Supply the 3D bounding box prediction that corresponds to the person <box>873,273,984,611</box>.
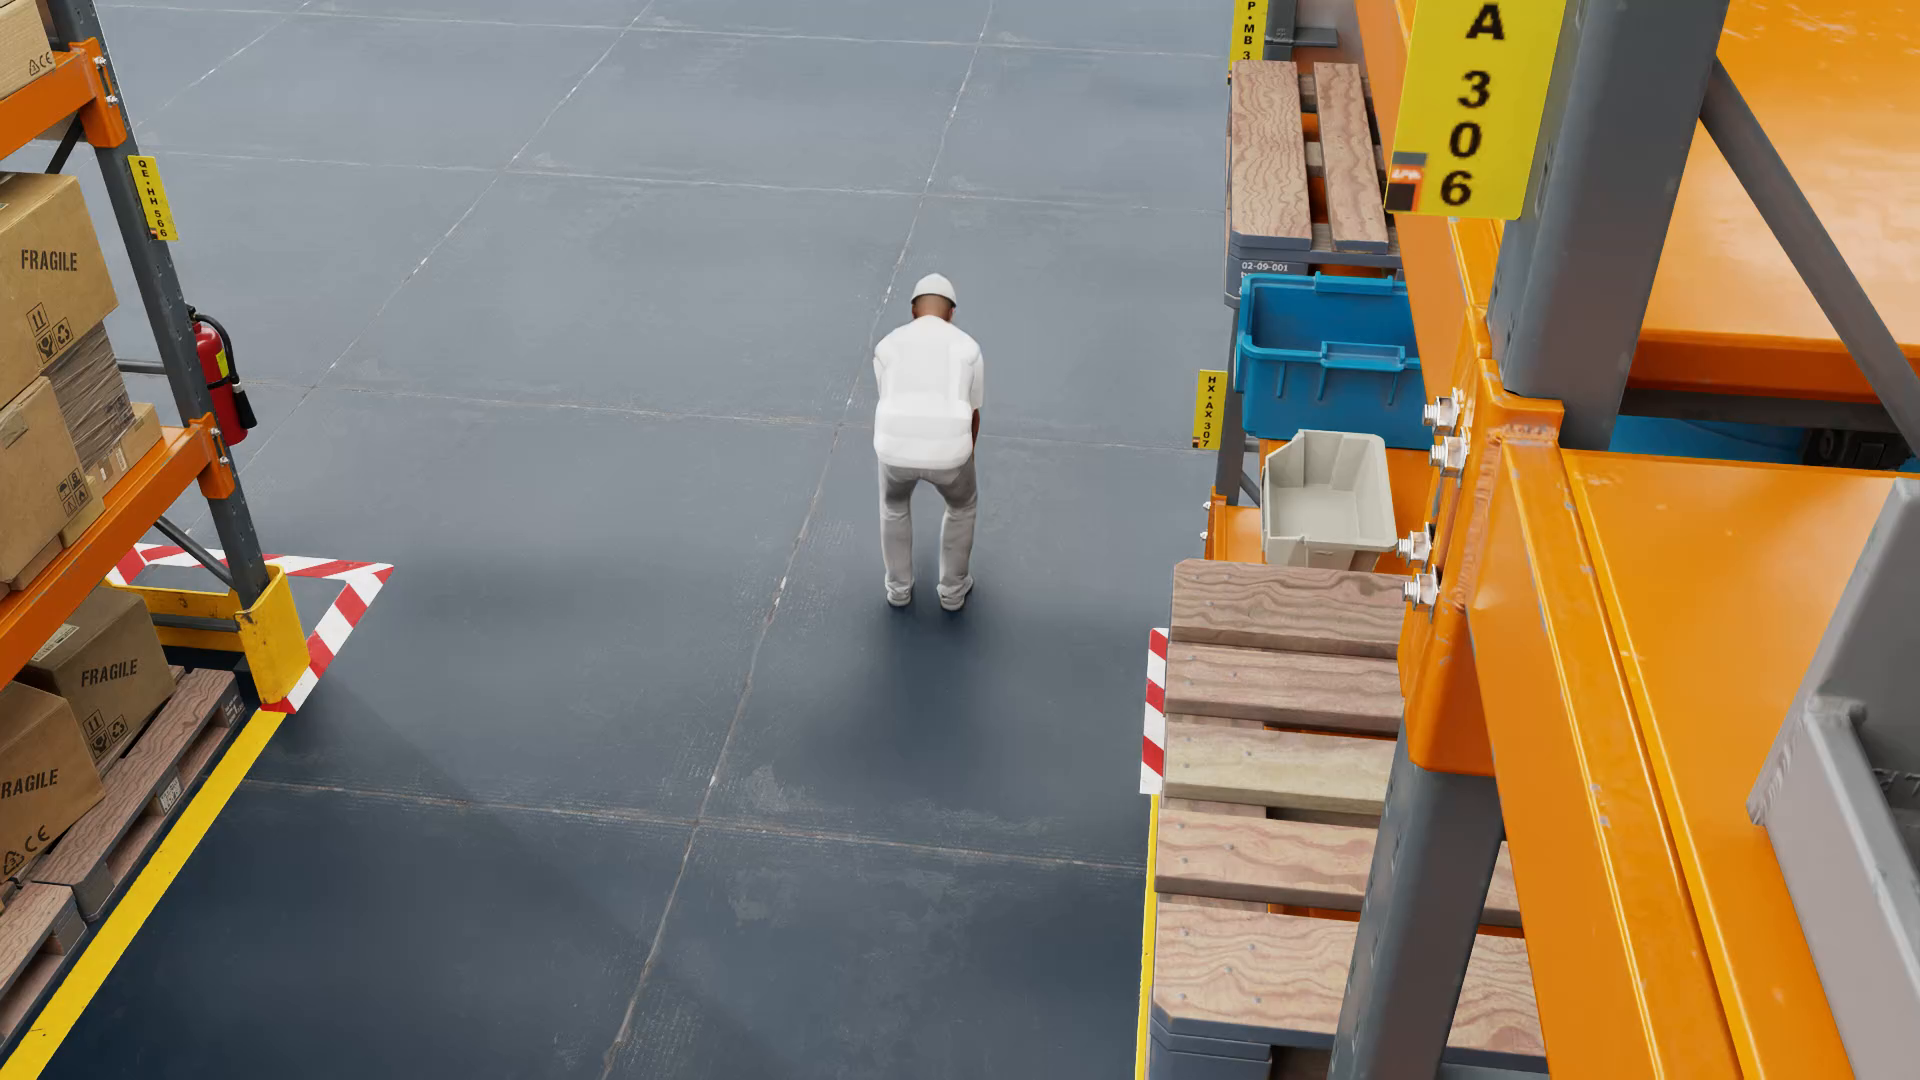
[{"bbox_3d":[-0.147,-0.432,7.553,0.490,1.376,0.898,3,36,4],"label":"person"}]
